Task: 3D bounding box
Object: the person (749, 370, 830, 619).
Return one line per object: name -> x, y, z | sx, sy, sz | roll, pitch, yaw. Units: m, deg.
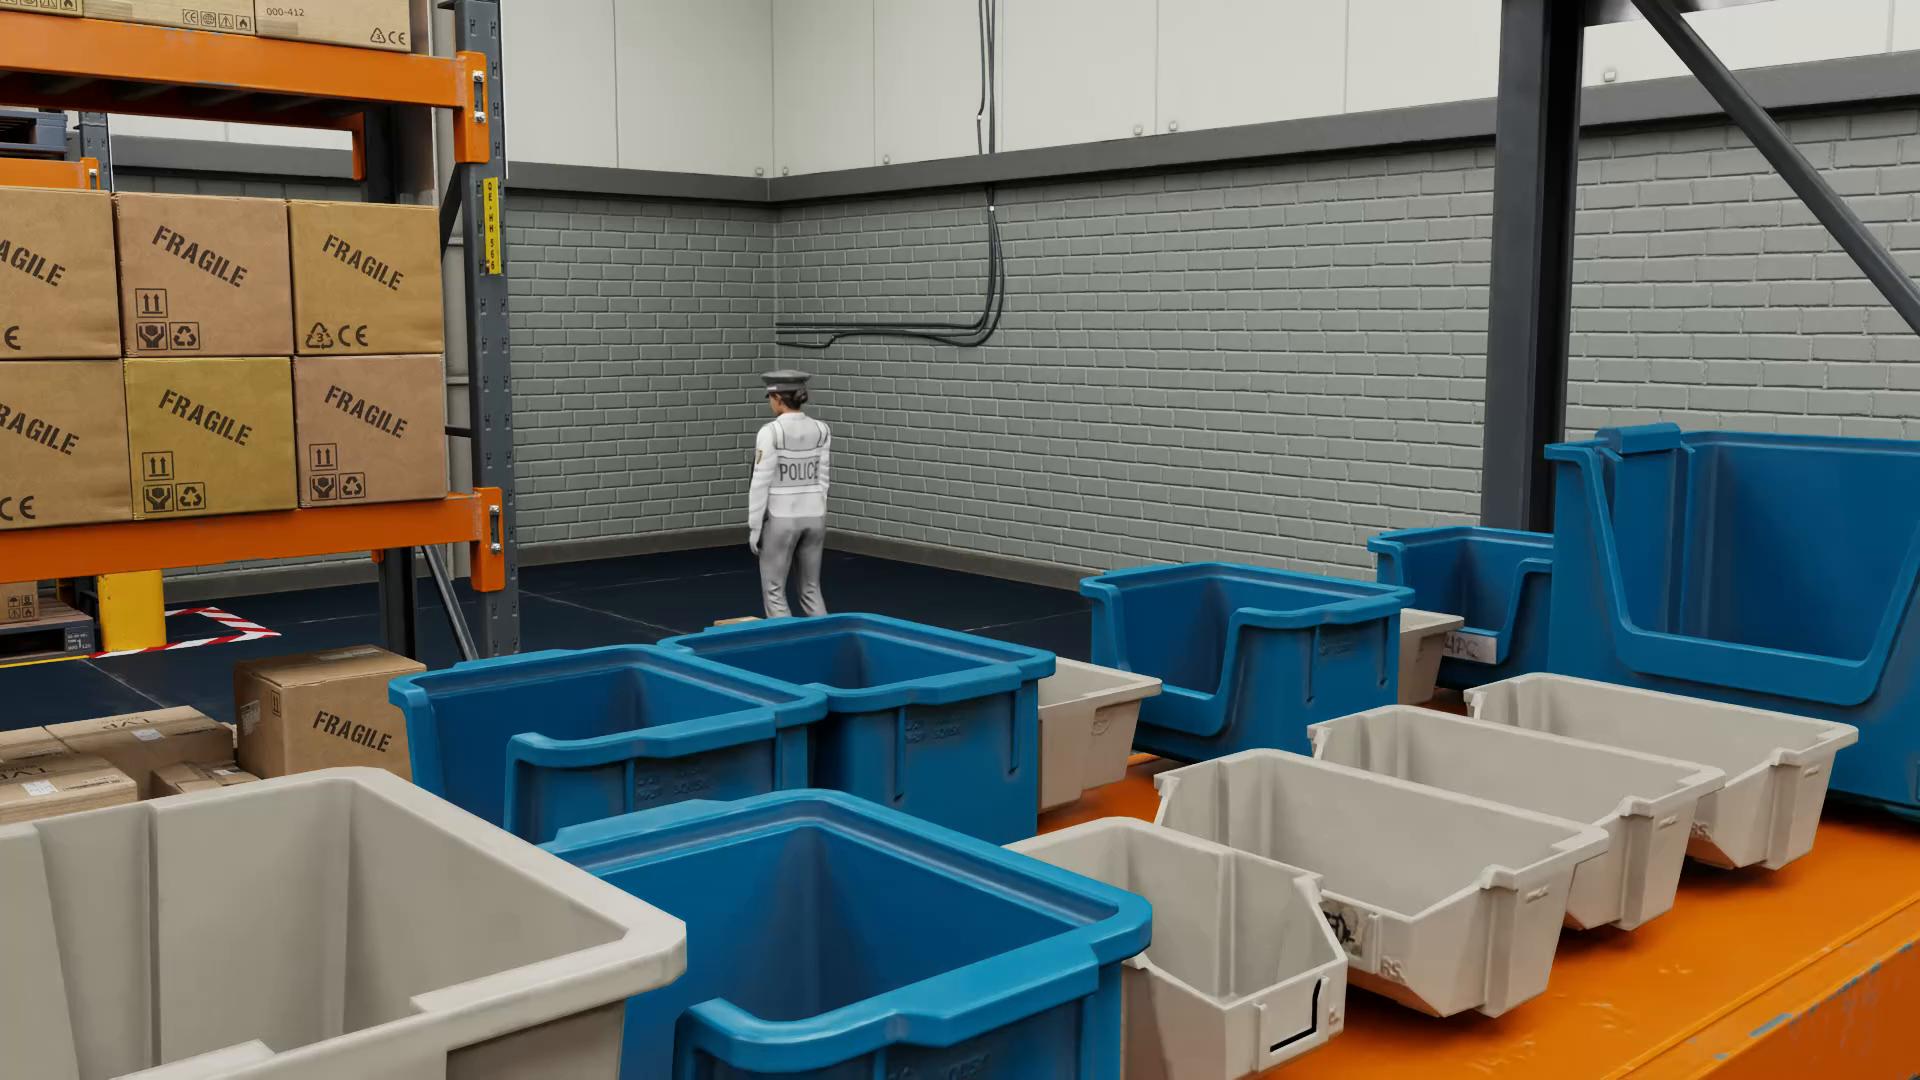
person -> -0.910, -0.064, 8.820 | 0.470, 1.668, 0.327 | -6, 10, -40
